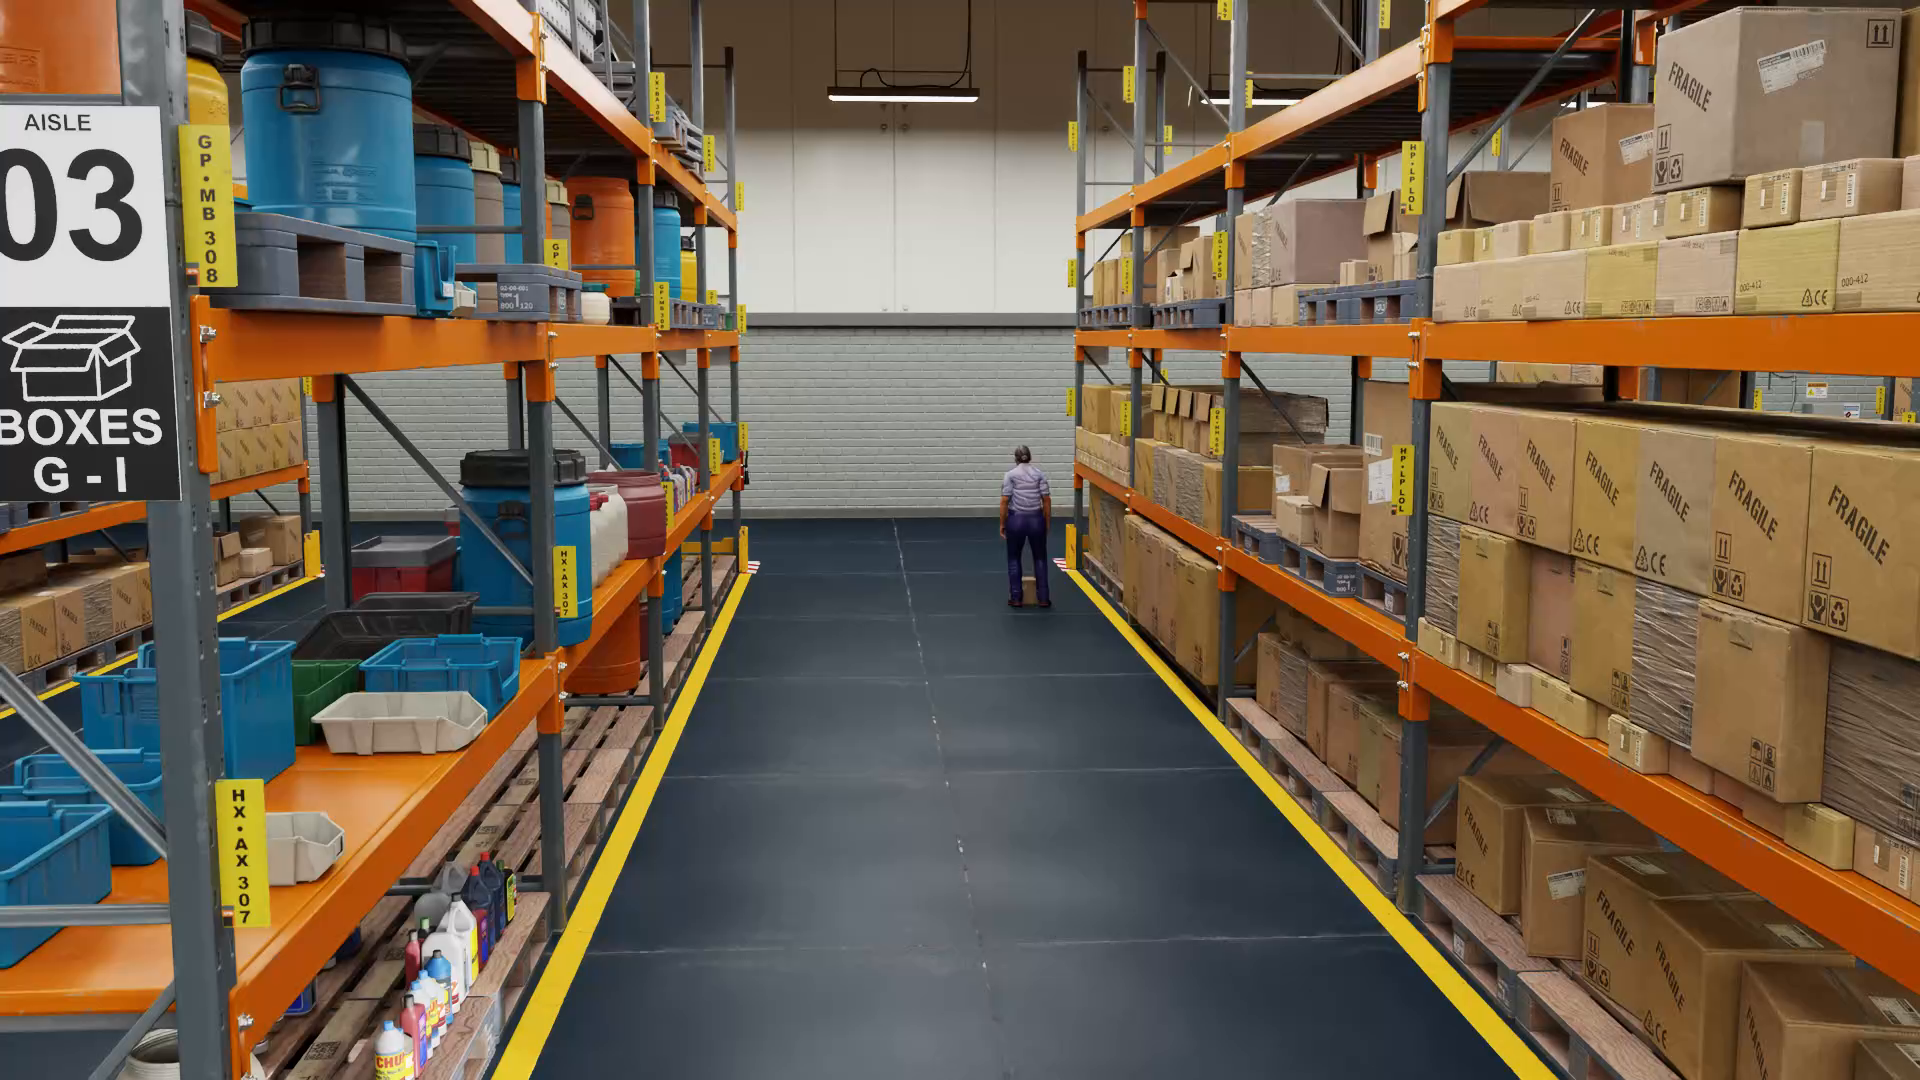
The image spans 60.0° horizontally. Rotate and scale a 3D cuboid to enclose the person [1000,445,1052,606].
[{"bbox_3d":[0.679,-0.132,16.969,0.554,1.626,0.416,-1,7,-5],"label":"person"}]
